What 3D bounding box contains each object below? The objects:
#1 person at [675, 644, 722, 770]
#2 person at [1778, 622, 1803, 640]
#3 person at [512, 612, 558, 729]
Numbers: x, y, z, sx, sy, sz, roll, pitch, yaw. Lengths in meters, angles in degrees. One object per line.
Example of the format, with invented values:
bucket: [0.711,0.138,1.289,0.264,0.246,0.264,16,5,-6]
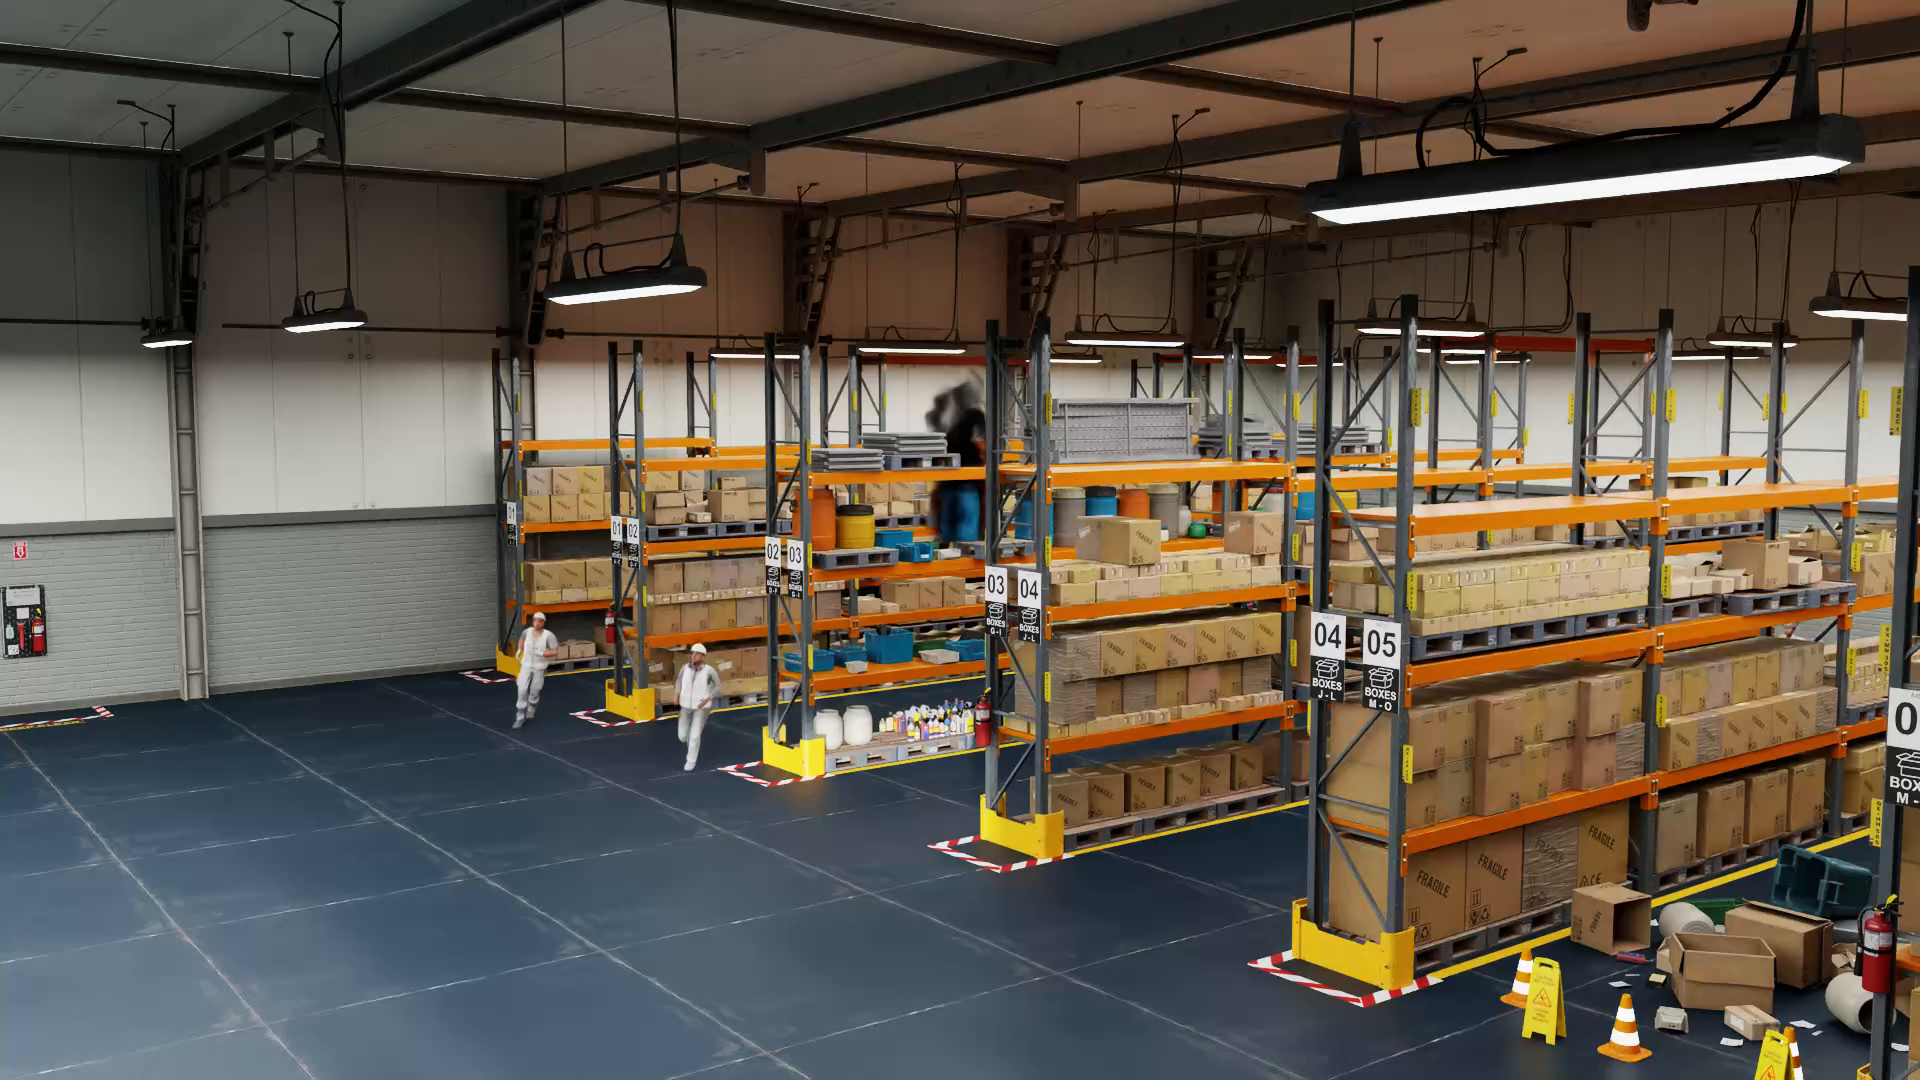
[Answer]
person: [-3.626,2.290,23.054,0.681,1.736,0.622,1,5,13]
person: [12.956,2.055,25.930,0.928,1.696,0.586,-4,7,-42]
person: [-6.607,2.020,25.994,0.696,1.830,0.787,0,5,-2]
